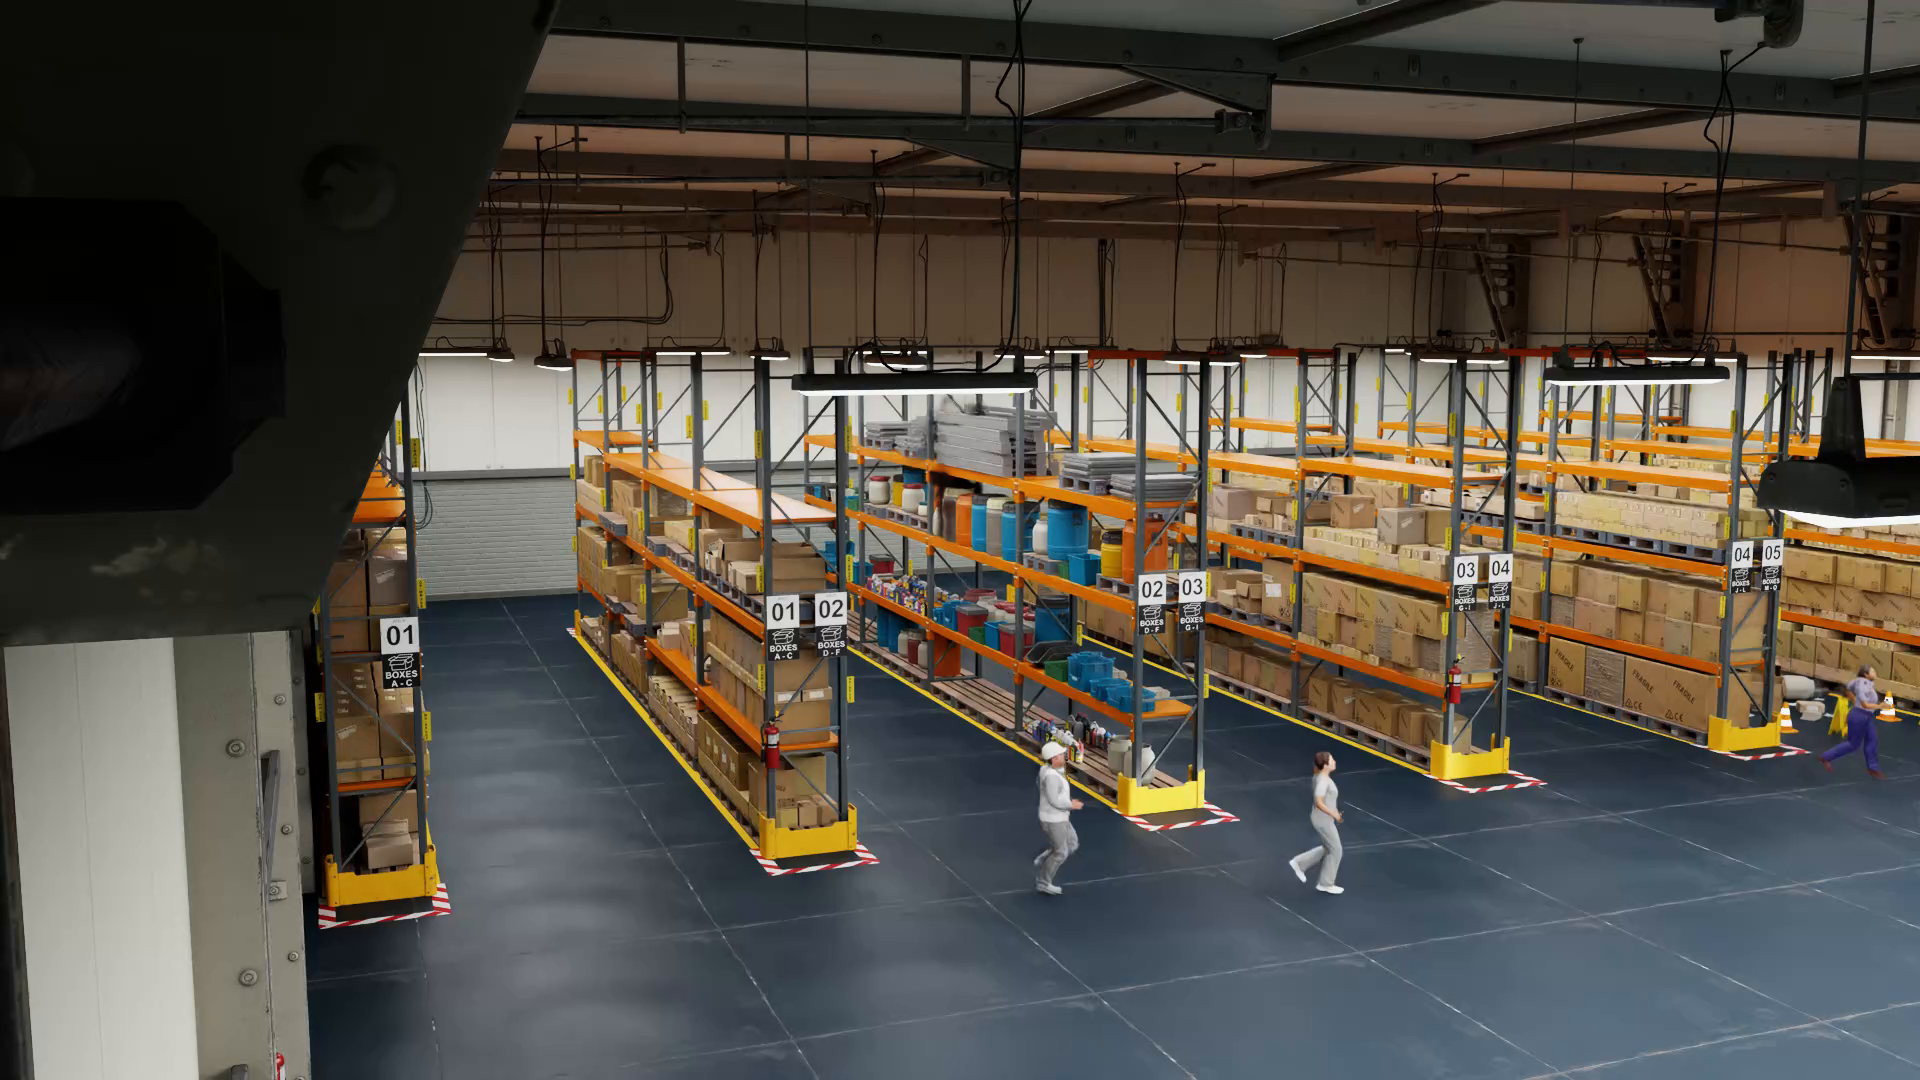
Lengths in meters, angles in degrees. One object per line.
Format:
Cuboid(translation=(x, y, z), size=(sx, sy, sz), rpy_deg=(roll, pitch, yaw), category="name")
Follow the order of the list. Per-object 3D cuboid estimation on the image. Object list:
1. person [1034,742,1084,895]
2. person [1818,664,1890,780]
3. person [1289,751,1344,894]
Cuboid(translation=(1.118, 3.135, 18.817), size=(0.556, 1.742, 0.708), rpy_deg=(0, 7, 2), category="person")
Cuboid(translation=(12.779, 2.583, 23.714), size=(0.935, 1.669, 0.615), rpy_deg=(3, 8, 24), category="person")
Cuboid(translation=(4.055, 3.191, 18.814), size=(0.618, 1.644, 0.574), rpy_deg=(1, 7, 6), category="person")
